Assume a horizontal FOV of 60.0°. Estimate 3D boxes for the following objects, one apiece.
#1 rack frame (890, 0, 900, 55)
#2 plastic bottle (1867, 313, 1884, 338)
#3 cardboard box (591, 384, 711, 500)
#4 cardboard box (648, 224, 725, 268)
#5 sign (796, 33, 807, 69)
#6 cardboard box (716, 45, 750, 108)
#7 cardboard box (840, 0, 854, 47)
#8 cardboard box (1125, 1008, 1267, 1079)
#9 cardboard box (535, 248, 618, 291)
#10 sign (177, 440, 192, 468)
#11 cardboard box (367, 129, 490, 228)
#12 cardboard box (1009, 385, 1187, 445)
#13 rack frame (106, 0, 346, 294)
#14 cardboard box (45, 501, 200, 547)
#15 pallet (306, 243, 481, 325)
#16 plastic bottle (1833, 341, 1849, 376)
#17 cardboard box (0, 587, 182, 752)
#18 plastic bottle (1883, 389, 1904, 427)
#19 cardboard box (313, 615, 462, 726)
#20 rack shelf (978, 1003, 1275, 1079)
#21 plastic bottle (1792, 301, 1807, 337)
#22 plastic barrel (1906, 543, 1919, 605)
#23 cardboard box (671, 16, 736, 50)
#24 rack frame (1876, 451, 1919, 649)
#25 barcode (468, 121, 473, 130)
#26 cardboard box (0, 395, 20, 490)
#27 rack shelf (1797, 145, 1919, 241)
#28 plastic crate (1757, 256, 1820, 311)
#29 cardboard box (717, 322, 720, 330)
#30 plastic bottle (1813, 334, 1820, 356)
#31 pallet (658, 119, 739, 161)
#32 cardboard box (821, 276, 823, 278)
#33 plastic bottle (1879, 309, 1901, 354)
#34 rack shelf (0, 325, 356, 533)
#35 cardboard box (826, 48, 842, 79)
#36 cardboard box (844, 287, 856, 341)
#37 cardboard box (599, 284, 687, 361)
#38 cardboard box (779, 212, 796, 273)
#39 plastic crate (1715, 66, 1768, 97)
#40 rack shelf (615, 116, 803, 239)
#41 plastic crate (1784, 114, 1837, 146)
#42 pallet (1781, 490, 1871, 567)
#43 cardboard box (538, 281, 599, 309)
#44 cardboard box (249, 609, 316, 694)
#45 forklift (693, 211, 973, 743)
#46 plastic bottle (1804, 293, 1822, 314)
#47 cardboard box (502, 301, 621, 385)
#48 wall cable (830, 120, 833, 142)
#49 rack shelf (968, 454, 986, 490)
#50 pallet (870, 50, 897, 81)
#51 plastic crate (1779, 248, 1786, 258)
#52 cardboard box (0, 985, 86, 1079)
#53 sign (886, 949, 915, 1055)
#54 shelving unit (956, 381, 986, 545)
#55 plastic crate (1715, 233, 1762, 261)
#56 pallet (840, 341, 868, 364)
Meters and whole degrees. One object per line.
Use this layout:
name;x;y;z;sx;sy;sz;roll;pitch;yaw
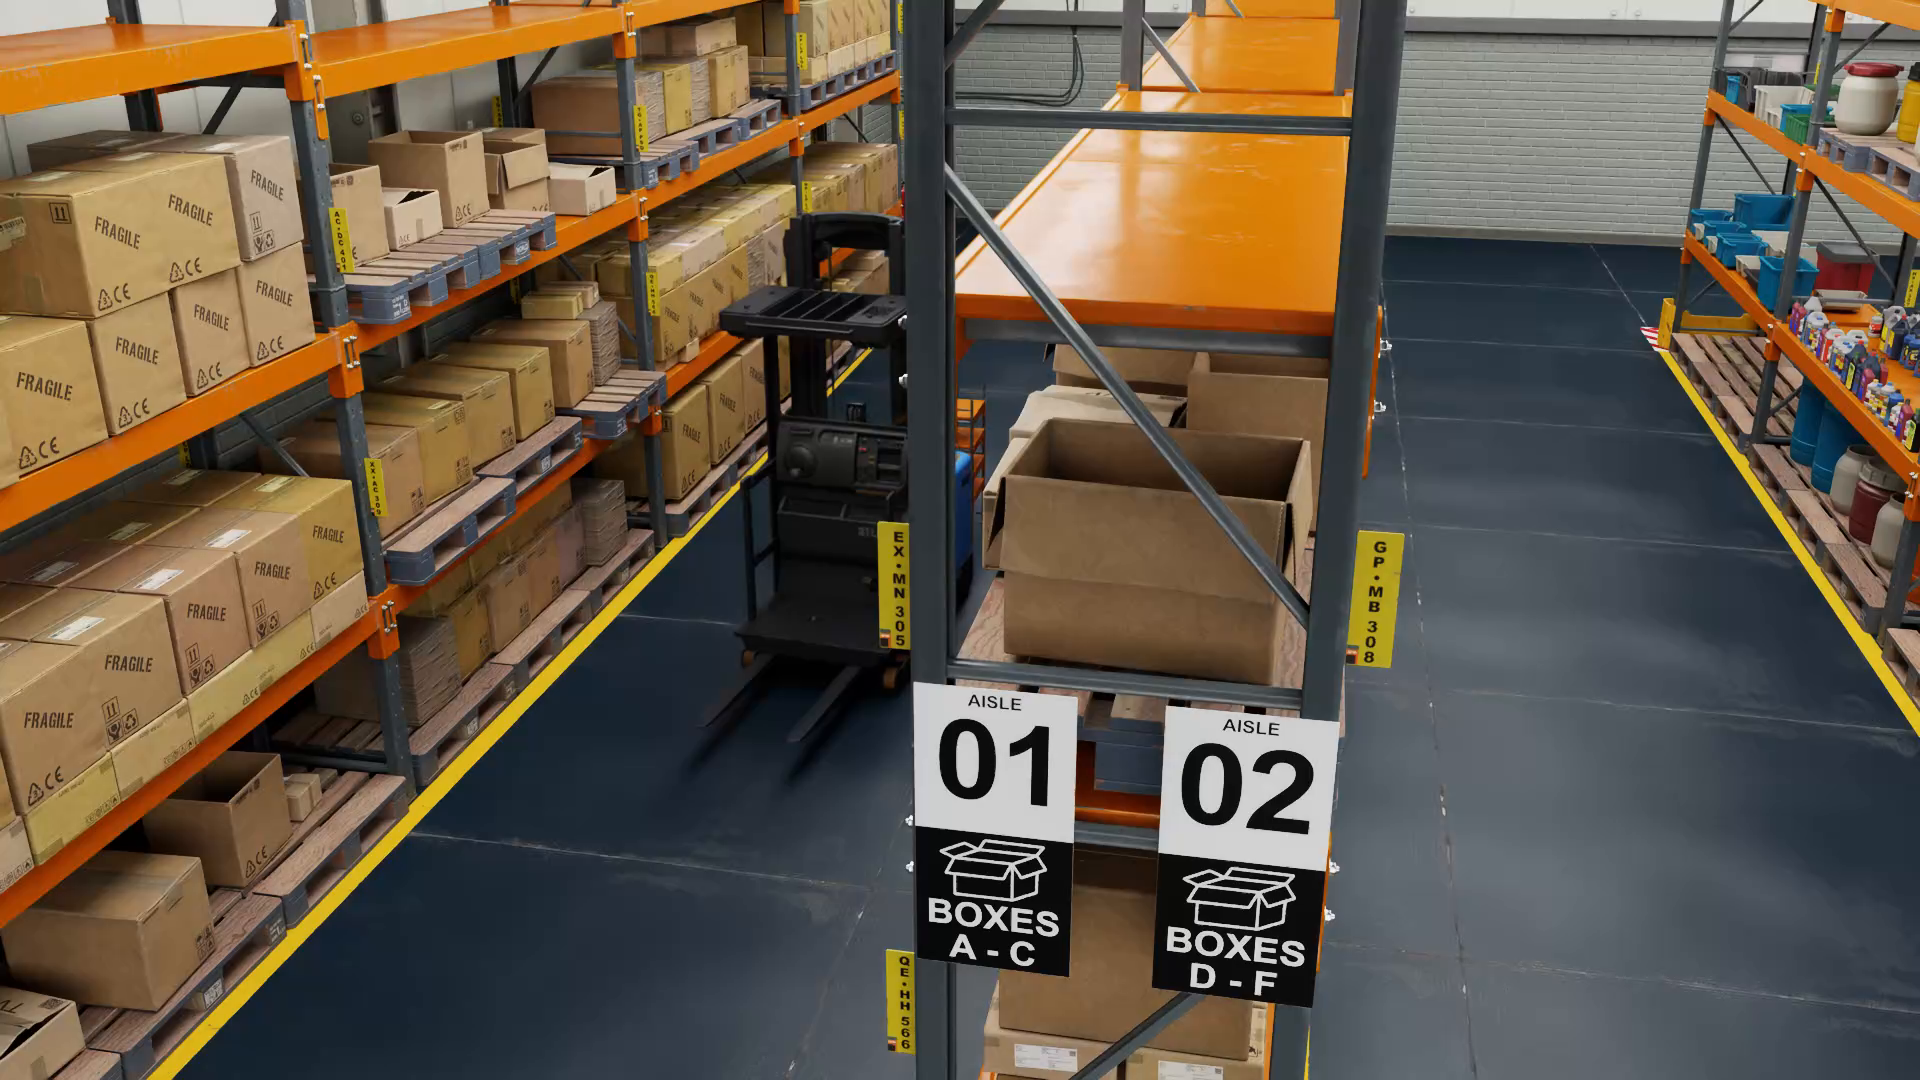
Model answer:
rack frame;-1.202;-7.087;18.905;1.000;3.000;0.127;4;22;11
plastic bottle;7.791;-1.828;14.143;0.097;0.201;0.097;0;22;0
cardboard box;-2.556;-0.835;13.727;0.750;0.750;0.750;4;22;10
cardboard box;-2.282;-2.446;13.850;0.500;0.250;0.500;5;22;11
sign;-1.485;-4.581;15.584;0.100;0.325;0.005;4;22;11
cardboard box;-2.305;-4.170;14.954;0.700;0.500;0.500;3;22;8
cardboard box;-1.404;-5.361;17.136;0.500;0.500;0.500;5;22;11
cardboard box;0.674;1.449;4.738;0.380;0.149;0.250;4;22;11
cardboard box;-2.996;-2.106;13.004;0.500;0.250;0.500;5;22;12
sign;-4.195;-0.494;9.014;0.100;0.325;0.005;4;22;11
cardboard box;-3.209;-2.193;10.073;0.500;0.500;0.500;4;22;9
cardboard box;0.474;-0.331;5.515;0.500;0.311;0.500;7;23;17
rack frame;-3.651;-2.698;8.008;1.000;3.000;0.127;4;22;11
cardboard box;-4.060;0.142;8.157;0.500;0.500;0.500;4;22;11
pallet;-3.420;-1.438;9.144;1.213;0.211;1.003;4;22;11
plastic bottle;6.926;-1.422;13.043;0.097;0.271;0.097;0;22;0
cardboard box;-3.759;0.550;7.143;0.500;0.500;0.500;5;23;13
plastic bottle;6.657;-0.940;11.846;0.097;0.271;0.097;0;22;0
cardboard box;-3.517;0.769;10.185;0.700;0.500;0.500;5;23;13
rack shelf;0.792;1.526;6.513;1.077;0.370;4.000;4;22;11
plastic bottle;7.161;-1.882;14.167;0.061;0.283;0.133;4;22;11
plastic barrel;6.947;0.008;11.660;0.600;0.830;0.708;4;22;11
cardboard box;-2.326;-4.519;14.818;0.500;0.250;0.500;6;23;15
rack frame;6.864;-0.623;10.886;1.000;3.000;0.127;4;22;11
barcode;-3.488;-2.949;11.842;0.001;0.075;0.075;4;22;11
cardboard box;-3.907;-0.387;6.123;0.500;0.500;0.500;6;23;13
rack shelf;7.272;-2.412;12.276;1.077;0.370;4.000;4;22;11
plastic crate;7.442;-2.303;14.999;0.392;0.384;0.575;4;22;11
cardboard box;-2.238;-1.936;14.454;0.380;0.149;0.250;5;22;11
plastic bottle;7.048;-1.608;13.598;0.097;0.201;0.097;0;22;0
pallet;-2.530;-3.331;13.847;1.003;0.211;1.213;6;23;13
cardboard box;-1.726;-2.881;18.409;0.380;0.149;0.250;4;22;10
plastic bottle;7.672;-1.713;13.658;0.144;0.351;0.185;4;22;11
rack shelf;-4.059;-0.242;6.887;1.077;0.370;4.000;4;22;11
cardboard box;-1.501;-4.822;16.802;0.500;0.250;0.500;4;22;10
cardboard box;-1.553;-2.513;18.363;0.700;0.500;0.500;5;22;12
cardboard box;-2.485;-1.730;13.076;0.500;0.500;0.500;5;22;13
cardboard box;-1.866;-2.847;15.849;0.500;0.500;0.500;4;22;10
plastic crate;8.145;-4.760;17.318;0.497;0.269;0.590;4;22;11
rack shelf;-2.426;-3.168;14.151;1.077;0.370;4.000;4;22;11
plastic crate;7.471;-3.557;14.439;0.450;0.188;0.662;4;22;11
pallet;7.235;-0.066;13.235;1.003;0.211;1.213;4;22;11
cardboard box;-2.875;-1.801;12.220;0.380;0.149;0.250;2;22;4
cardboard box;-3.560;0.523;8.215;0.500;0.250;0.500;5;22;11
forklift;-0.830;-0.536;10.761;1.130;2.935;3.031;7;23;16
plastic bottle;7.283;-1.944;14.233;0.144;0.351;0.185;4;22;11
cardboard box;-2.920;-1.456;12.232;0.700;0.500;0.500;2;22;5
wall cable;-1.867;-5.316;21.178;0.084;1.984;1.851;4;22;11
rack shelf;0.034;-0.555;13.305;0.258;0.148;0.480;4;22;11
pallet;-1.343;-5.382;18.806;1.003;0.211;1.213;4;22;11
plastic crate;8.359;-2.824;16.624;0.298;0.136;0.250;4;22;11
cardboard box;-4.121;2.136;7.046;0.500;0.311;0.500;6;23;15
sign;-0.145;1.230;4.417;0.100;0.325;0.005;4;22;11
shelving unit;0.034;-0.617;13.280;0.258;1.200;0.503;4;22;11
plastic crate;7.855;-2.952;16.813;0.416;0.233;0.300;4;22;11
pallet;-1.540;-2.268;18.701;1.003;0.211;1.213;4;22;11
